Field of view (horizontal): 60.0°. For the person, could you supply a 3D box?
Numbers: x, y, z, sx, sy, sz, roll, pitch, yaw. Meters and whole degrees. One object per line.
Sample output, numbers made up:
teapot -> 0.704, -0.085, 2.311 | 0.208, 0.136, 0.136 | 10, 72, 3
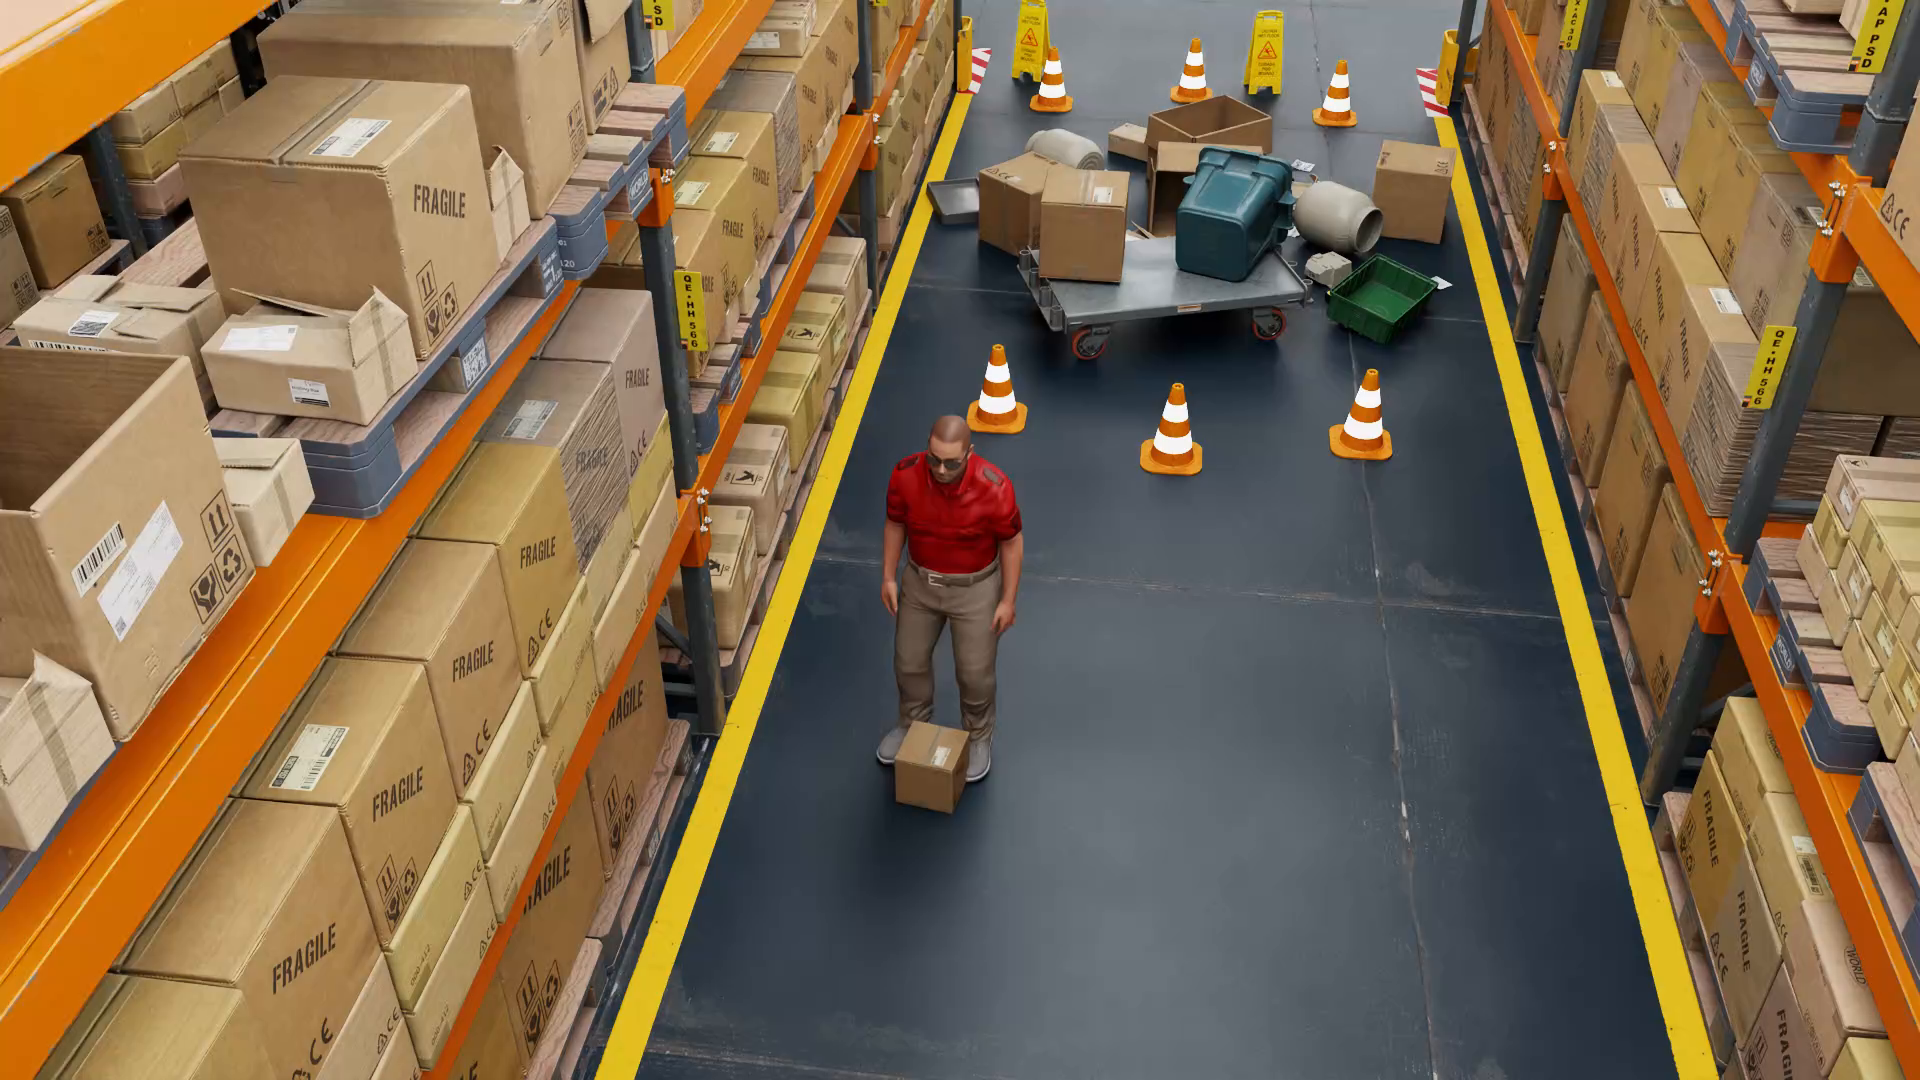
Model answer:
person -> -0.044, 0.211, 6.762 | 0.588, 1.725, 0.392 | 10, 37, 14
